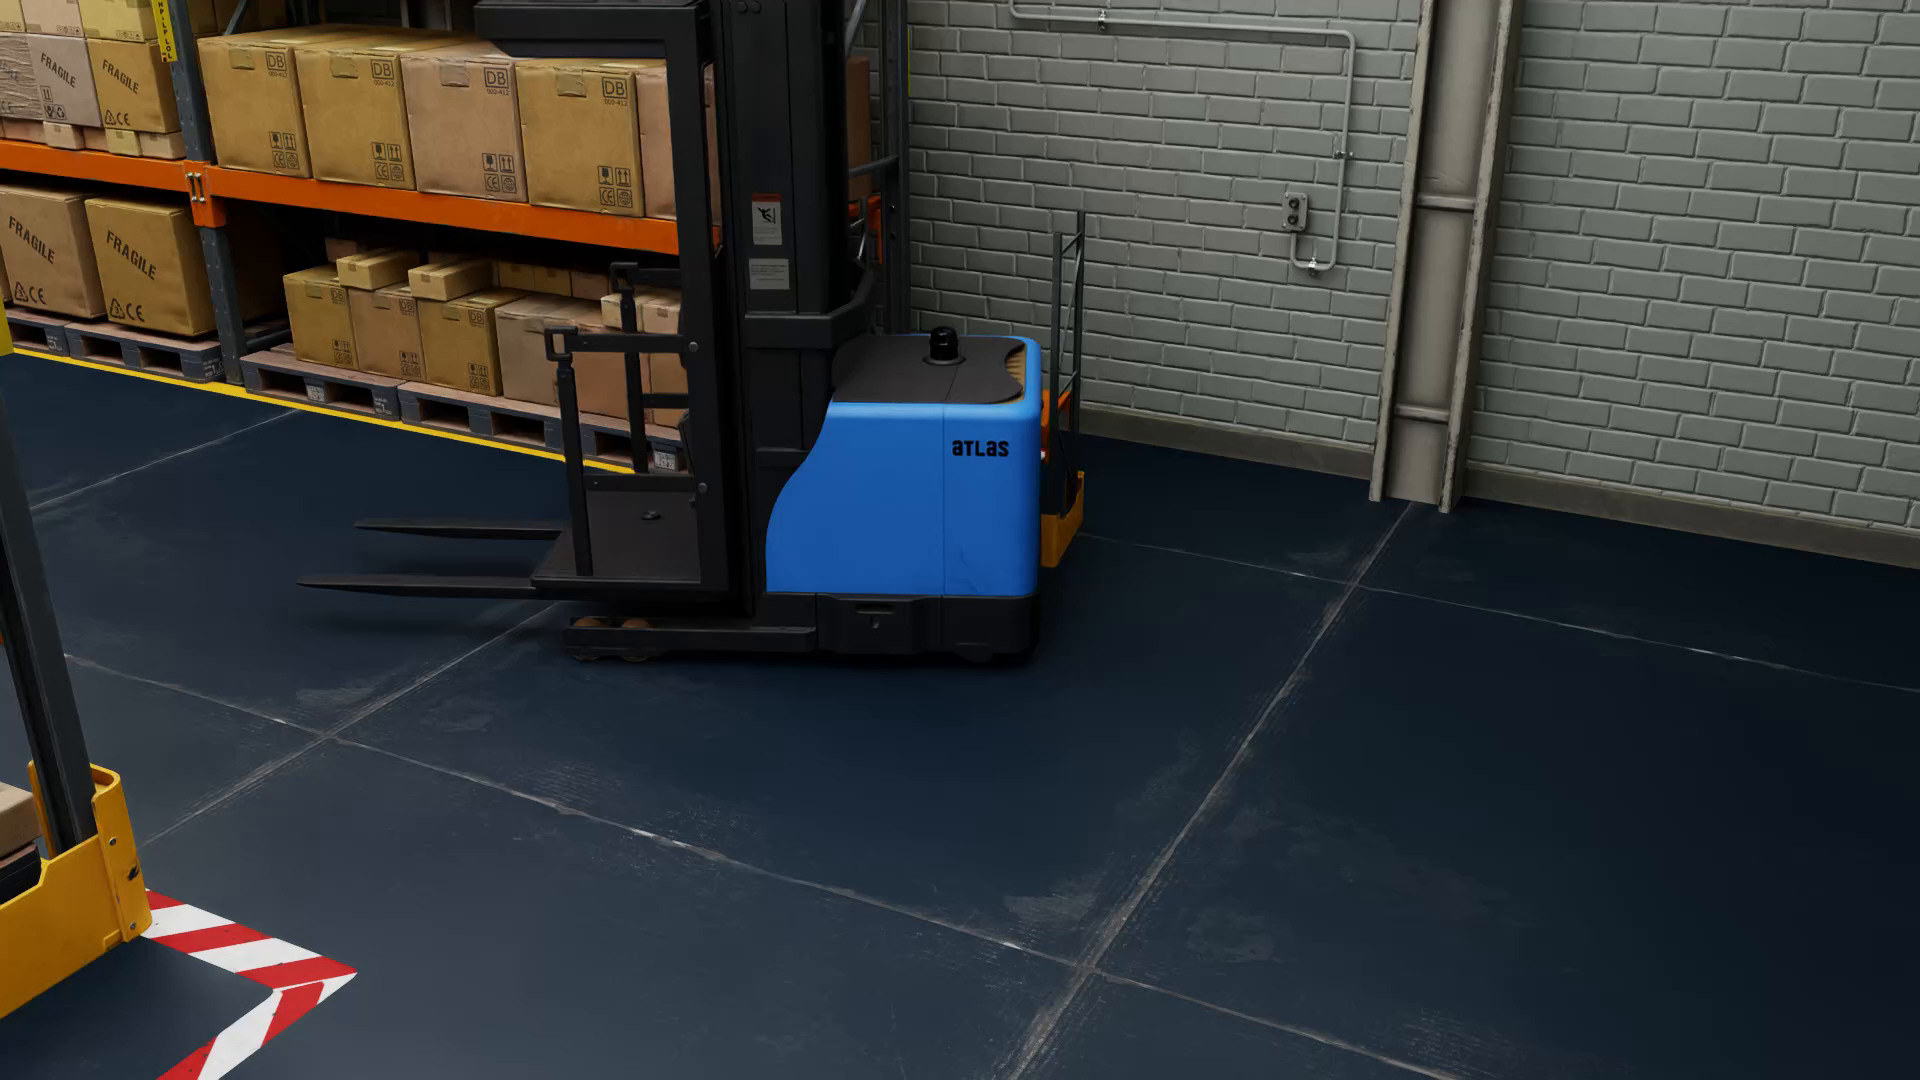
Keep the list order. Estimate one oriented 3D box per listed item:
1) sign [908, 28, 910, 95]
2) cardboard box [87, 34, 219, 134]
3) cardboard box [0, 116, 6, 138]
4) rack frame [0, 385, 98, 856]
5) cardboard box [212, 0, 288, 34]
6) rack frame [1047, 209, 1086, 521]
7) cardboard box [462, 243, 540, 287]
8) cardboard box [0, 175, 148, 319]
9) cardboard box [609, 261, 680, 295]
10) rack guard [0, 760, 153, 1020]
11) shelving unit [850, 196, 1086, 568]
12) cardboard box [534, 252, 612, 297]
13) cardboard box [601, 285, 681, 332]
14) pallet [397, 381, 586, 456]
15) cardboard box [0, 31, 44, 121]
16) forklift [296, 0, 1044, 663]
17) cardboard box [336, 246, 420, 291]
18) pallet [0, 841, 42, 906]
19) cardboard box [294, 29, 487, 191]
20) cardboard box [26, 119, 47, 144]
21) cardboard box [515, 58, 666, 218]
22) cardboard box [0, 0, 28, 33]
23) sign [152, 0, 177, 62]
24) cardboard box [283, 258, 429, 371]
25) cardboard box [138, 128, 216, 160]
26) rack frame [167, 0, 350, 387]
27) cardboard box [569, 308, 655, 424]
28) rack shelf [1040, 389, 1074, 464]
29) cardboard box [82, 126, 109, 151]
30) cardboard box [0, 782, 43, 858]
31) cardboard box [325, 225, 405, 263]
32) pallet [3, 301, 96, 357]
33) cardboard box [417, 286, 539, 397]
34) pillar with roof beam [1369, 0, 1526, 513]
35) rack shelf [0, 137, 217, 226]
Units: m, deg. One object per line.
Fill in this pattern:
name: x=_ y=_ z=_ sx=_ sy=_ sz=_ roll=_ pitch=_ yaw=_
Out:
sign: x=-0.280 y=-2.399 z=8.351 sx=0.005 sy=0.325 sz=0.100 roll=11 pitch=25 yaw=25
cardboard box: x=-4.631 y=-2.663 z=9.646 sx=0.500 sy=0.500 sz=0.500 roll=11 pitch=25 yaw=24
cardboard box: x=-5.880 y=-2.623 z=10.380 sx=0.250 sy=0.149 sz=0.380 roll=12 pitch=26 yaw=26
rack frame: x=-2.767 y=-0.041 z=4.013 sx=0.127 sy=3.000 sz=1.000 roll=11 pitch=25 yaw=25
cardboard box: x=-4.398 y=-3.187 z=9.920 sx=0.500 sy=0.250 sz=0.500 roll=12 pitch=26 yaw=26
rack frame: x=0.472 y=-0.679 z=7.431 sx=0.032 sy=1.500 sz=0.500 roll=7 pitch=24 yaw=15
cardboard box: x=-2.592 y=-1.563 z=9.420 sx=0.250 sy=0.149 sz=0.380 roll=11 pitch=26 yaw=25
cardboard box: x=-5.538 y=-1.907 z=10.612 sx=0.750 sy=0.750 sz=0.750 roll=12 pitch=26 yaw=26
cardboard box: x=-1.679 y=-1.383 z=8.998 sx=0.250 sy=0.149 sz=0.380 roll=11 pitch=26 yaw=25
rack guard: x=-2.835 y=1.096 z=4.534 sx=0.348 sy=0.500 sz=1.175 roll=11 pitch=25 yaw=25
shelving unit: x=-0.008 y=-0.734 z=7.559 sx=1.083 sy=1.500 sz=0.587 roll=7 pitch=24 yaw=15
cardboard box: x=-2.136 y=-1.473 z=9.208 sx=0.250 sy=0.149 sz=0.380 roll=11 pitch=26 yaw=25
cardboard box: x=-1.630 y=-1.206 z=8.580 sx=0.250 sy=0.149 sz=0.380 roll=12 pitch=26 yaw=26
pallet: x=-2.369 y=-0.818 z=9.404 sx=1.213 sy=0.211 sz=1.003 roll=11 pitch=25 yaw=25
cardboard box: x=-5.535 y=-2.842 z=10.066 sx=0.500 sy=0.500 sz=0.500 roll=11 pitch=26 yaw=25
forklift: x=-1.179 y=-1.070 z=6.520 sx=3.031 sy=2.935 sz=1.130 roll=1 pitch=23 yaw=3
cardboard box: x=-3.261 y=-1.527 z=9.337 sx=0.250 sy=0.149 sz=0.380 roll=12 pitch=26 yaw=26
pallet: x=-3.547 y=1.089 z=4.920 sx=1.213 sy=0.211 sz=1.003 roll=11 pitch=25 yaw=25
cardboard box: x=-2.979 y=-2.384 z=9.139 sx=0.700 sy=0.700 sz=0.980 roll=11 pitch=25 yaw=23
cardboard box: x=-5.432 y=-2.522 z=10.144 sx=0.250 sy=0.149 sz=0.380 roll=11 pitch=25 yaw=25
cardboard box: x=-1.649 y=-2.121 z=8.520 sx=0.700 sy=0.700 sz=0.980 roll=11 pitch=25 yaw=24
cardboard box: x=-5.544 y=-3.192 z=9.931 sx=0.500 sy=0.250 sz=0.500 roll=12 pitch=26 yaw=26
sign: x=-4.341 y=-2.783 z=9.083 sx=0.005 sy=0.325 sz=0.100 roll=11 pitch=25 yaw=25
cardboard box: x=-3.484 y=-1.353 z=9.756 sx=0.500 sy=0.500 sz=0.700 roll=12 pitch=26 yaw=25
cardboard box: x=-4.534 y=-2.332 z=9.697 sx=0.250 sy=0.149 sz=0.380 roll=11 pitch=26 yaw=25
rack frame: x=-4.105 y=-2.478 z=9.743 sx=0.127 sy=3.000 sz=1.000 roll=11 pitch=25 yaw=25
cardboard box: x=-1.652 y=-0.991 z=8.906 sx=0.500 sy=0.500 sz=0.700 roll=11 pitch=25 yaw=24
rack shelf: x=-0.017 y=-0.569 z=7.632 sx=1.000 sy=0.185 sz=0.538 roll=7 pitch=24 yaw=15
cardboard box: x=-4.981 y=-2.430 z=9.927 sx=0.250 sy=0.149 sz=0.380 roll=12 pitch=26 yaw=26
cardboard box: x=-2.986 y=0.875 z=4.941 sx=0.250 sy=0.149 sz=0.380 roll=11 pitch=25 yaw=25
cardboard box: x=-3.524 y=-1.746 z=9.852 sx=0.250 sy=0.149 sz=0.380 roll=11 pitch=25 yaw=24
pallet: x=-5.920 y=-1.519 z=11.053 sx=1.213 sy=0.211 sz=1.003 roll=11 pitch=25 yaw=25
cardboard box: x=-2.580 y=-1.172 z=9.330 sx=0.500 sy=0.500 sz=0.700 roll=12 pitch=26 yaw=26
pillar with roof beam: x=0.322 y=-2.854 z=2.962 sx=0.400 sy=9.000 sz=9.100 roll=11 pitch=25 yaw=25
rack shelf: x=-5.890 y=-2.500 z=10.715 sx=4.000 sy=0.370 sz=1.077 roll=11 pitch=25 yaw=25
